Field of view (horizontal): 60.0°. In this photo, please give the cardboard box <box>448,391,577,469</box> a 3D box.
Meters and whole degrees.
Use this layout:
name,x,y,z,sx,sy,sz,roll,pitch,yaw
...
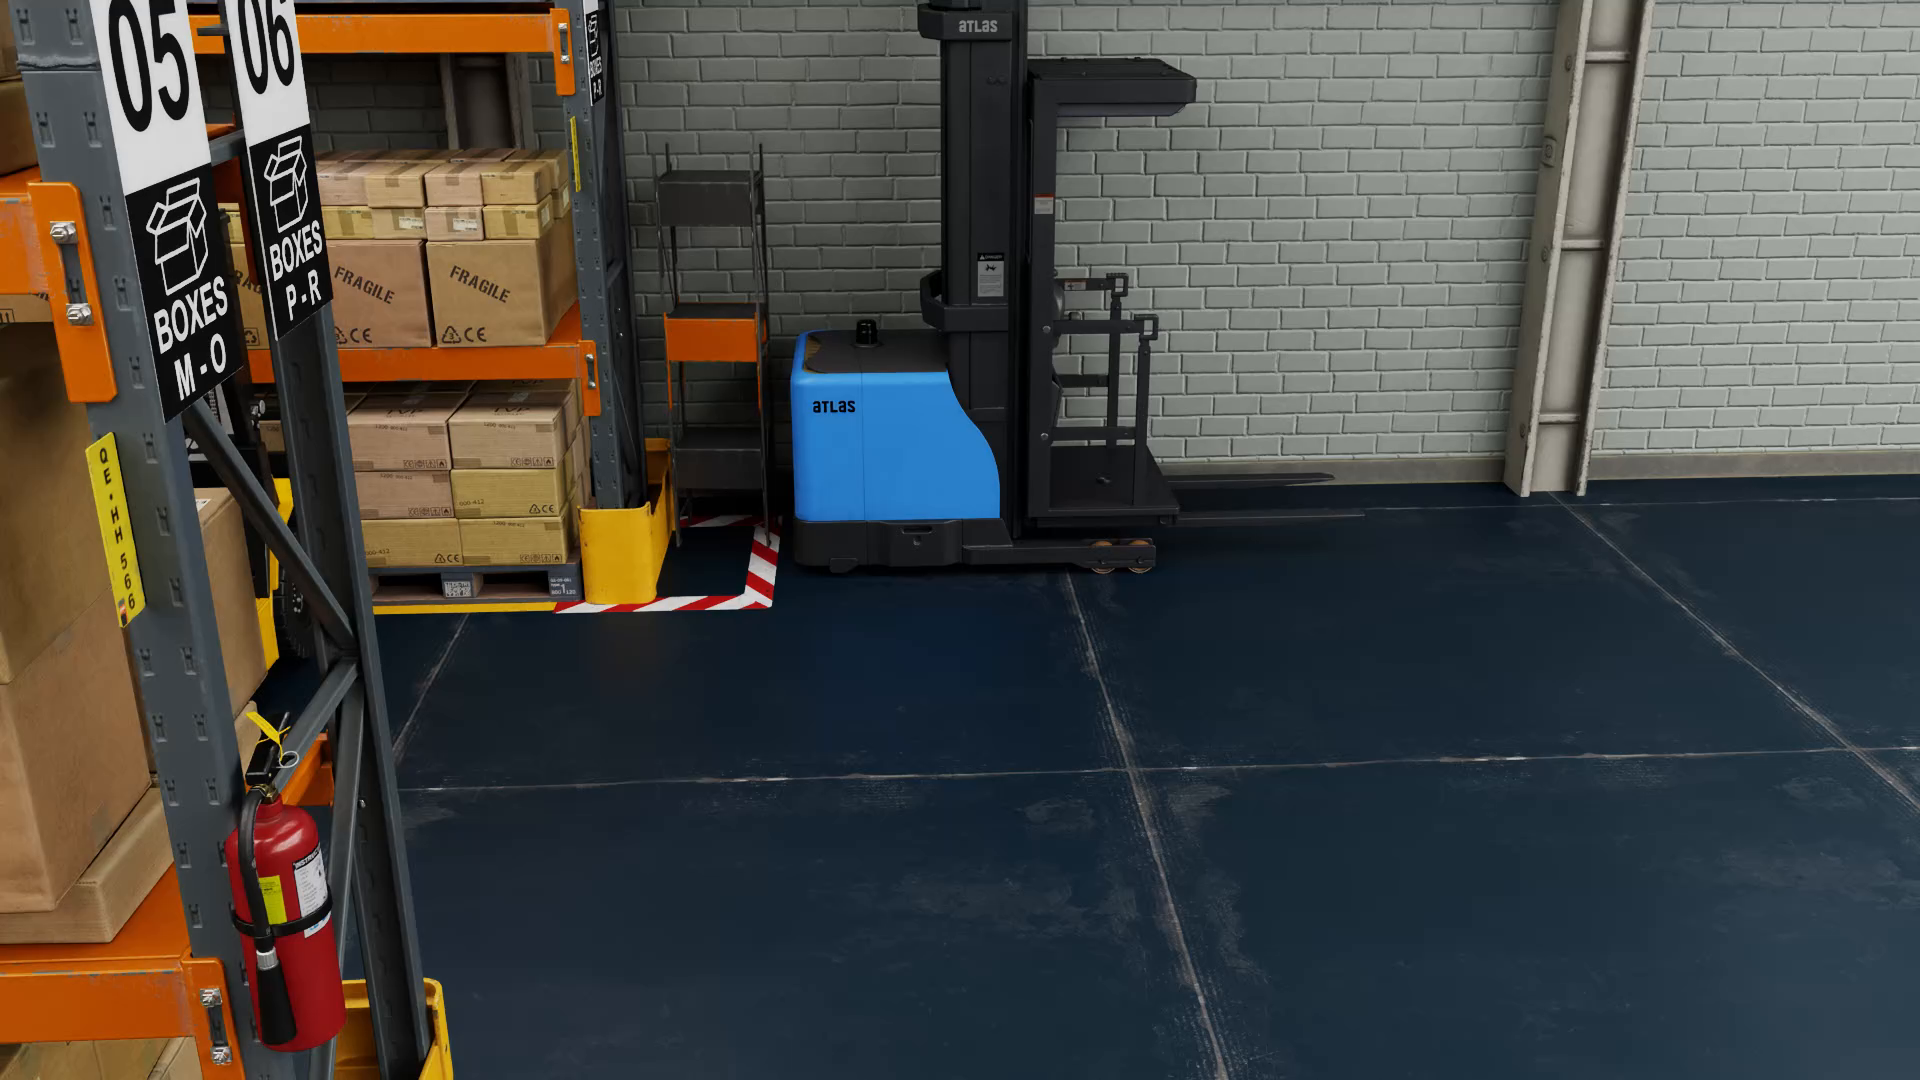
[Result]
name,x,y,z,sx,sy,sz,roll,pitch,yaw
cardboard box,-2.199,-0.546,8.210,0.500,0.250,0.500,0,21,-1

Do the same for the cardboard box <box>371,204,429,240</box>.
name,x,y,z,sx,sy,sz,roll,pitch,yaw
cardboard box,-2.604,-1.532,7.877,0.250,0.149,0.380,-1,21,-2

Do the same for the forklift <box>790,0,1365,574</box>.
name,x,y,z,sx,sy,sz,roll,pitch,yaw
forklift,0.627,-1.382,8.632,3.031,2.935,1.130,-1,21,-3

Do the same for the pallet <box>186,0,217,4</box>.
name,x,y,z,sx,sy,sz,roll,pitch,yaw
pallet,-3.686,-2.618,7.689,1.213,0.211,1.003,-1,21,-3

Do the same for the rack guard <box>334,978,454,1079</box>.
name,x,y,z,sx,sy,sz,roll,pitch,yaw
rack guard,-1.546,1.645,4.098,0.348,0.500,1.175,-1,21,-3

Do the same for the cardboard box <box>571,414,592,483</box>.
name,x,y,z,sx,sy,sz,roll,pitch,yaw
cardboard box,-2.239,-0.497,8.783,0.500,0.250,0.500,-1,21,-2

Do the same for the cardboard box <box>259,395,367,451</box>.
name,x,y,z,sx,sy,sz,roll,pitch,yaw
cardboard box,-3.212,-0.520,8.141,0.500,0.250,0.500,-1,21,-2

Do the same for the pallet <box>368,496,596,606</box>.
name,x,y,z,sx,sy,sz,roll,pitch,yaw
pallet,-2.519,0.045,8.705,1.213,0.211,1.003,-1,21,-3

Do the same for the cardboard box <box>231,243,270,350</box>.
name,x,y,z,sx,sy,sz,roll,pitch,yaw
cardboard box,-3.264,-1.214,7.953,0.500,0.500,0.500,-2,21,-4

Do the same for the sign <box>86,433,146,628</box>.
name,x,y,z,sx,sy,sz,roll,pitch,yaw
sign,-1.459,-0.016,2.876,0.005,0.325,0.100,-1,21,-3

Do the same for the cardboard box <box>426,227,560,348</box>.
name,x,y,z,sx,sy,sz,roll,pitch,yaw
cardboard box,-2.234,-1.232,7.999,0.500,0.500,0.500,-2,21,-4

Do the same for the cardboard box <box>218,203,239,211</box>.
name,x,y,z,sx,sy,sz,roll,pitch,yaw
cardboard box,-3.372,-1.633,7.725,0.250,0.149,0.380,-1,21,-2

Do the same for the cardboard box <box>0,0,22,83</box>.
name,x,y,z,sx,sy,sz,roll,pitch,yaw
cardboard box,-1.966,-0.890,2.819,0.500,0.250,0.500,-1,21,-4

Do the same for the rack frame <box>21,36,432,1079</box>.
name,x,y,z,sx,sy,sz,roll,pitch,yaw
rack frame,-1.470,0.475,3.657,0.127,3.000,1.000,-1,21,-3

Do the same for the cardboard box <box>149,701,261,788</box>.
name,x,y,z,sx,sy,sz,roll,pitch,yaw
cardboard box,-1.821,0.526,3.877,0.250,0.149,0.380,-1,21,-3

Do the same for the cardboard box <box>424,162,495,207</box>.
name,x,y,z,sx,sy,sz,roll,pitch,yaw
cardboard box,-2.348,-1.679,7.844,0.250,0.149,0.380,-1,21,-3

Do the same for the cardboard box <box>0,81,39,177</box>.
name,x,y,z,sx,sy,sz,roll,pitch,yaw
cardboard box,-1.811,-0.703,2.888,0.250,0.149,0.380,-1,21,-3

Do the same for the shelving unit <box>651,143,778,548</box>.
name,x,y,z,sx,sy,sz,roll,pitch,yaw
shelving unit,-1.280,-1.011,8.825,0.503,2.100,0.431,0,21,1

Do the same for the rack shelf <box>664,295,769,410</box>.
name,x,y,z,sx,sy,sz,roll,pitch,yaw
rack shelf,-1.280,-0.998,8.829,0.480,0.518,0.431,0,21,1

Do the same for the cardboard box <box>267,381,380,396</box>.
name,x,y,z,sx,sy,sz,roll,pitch,yaw
cardboard box,-3.247,-0.706,8.629,0.500,0.250,0.500,-1,21,-3

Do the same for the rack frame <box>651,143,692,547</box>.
name,x,y,z,sx,sy,sz,roll,pitch,yaw
rack frame,-1.524,-1.013,8.830,0.015,2.100,0.400,0,21,1

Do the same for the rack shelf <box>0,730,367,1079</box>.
name,x,y,z,sx,sy,sz,roll,pitch,yaw
rack shelf,-3.467,0.852,3.679,4.000,0.370,1.077,-1,21,-3

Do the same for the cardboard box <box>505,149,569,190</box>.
name,x,y,z,sx,sy,sz,roll,pitch,yaw
cardboard box,-2.105,-1.846,8.284,0.250,0.149,0.380,-2,21,-4

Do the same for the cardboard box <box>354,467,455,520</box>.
name,x,y,z,sx,sy,sz,roll,pitch,yaw
cardboard box,-2.727,-0.306,8.280,0.500,0.250,0.500,-1,21,-4

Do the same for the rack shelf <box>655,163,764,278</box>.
name,x,y,z,sx,sy,sz,roll,pitch,yaw
rack shelf,-1.280,-1.652,8.580,0.480,0.518,0.431,0,21,1

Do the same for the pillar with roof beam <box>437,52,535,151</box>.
name,x,y,z,sx,sy,sz,roll,pitch,yaw
pillar with roof beam,-2.258,-2.869,4.008,0.400,9.000,9.100,-1,21,-3

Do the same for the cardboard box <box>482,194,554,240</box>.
name,x,y,z,sx,sy,sz,roll,pitch,yaw
cardboard box,-2.088,-1.531,7.875,0.250,0.149,0.380,-1,21,-2

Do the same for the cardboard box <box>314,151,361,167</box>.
name,x,y,z,sx,sy,sz,roll,pitch,yaw
cardboard box,-3.141,-1.828,8.237,0.250,0.149,0.380,-1,21,-1

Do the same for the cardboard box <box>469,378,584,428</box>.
name,x,y,z,sx,sy,sz,roll,pitch,yaw
cardboard box,-2.248,-0.724,8.676,0.500,0.250,0.500,-1,21,-4

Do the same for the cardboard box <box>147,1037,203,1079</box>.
name,x,y,z,sx,sy,sz,roll,pitch,yaw
cardboard box,-2.292,1.482,4.287,0.500,0.250,0.500,-1,21,-3

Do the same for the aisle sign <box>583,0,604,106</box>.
name,x,y,z,sx,sy,sz,roll,pitch,yaw
aisle sign,-1.675,-2.400,7.555,0.004,0.787,0.394,-1,21,-3

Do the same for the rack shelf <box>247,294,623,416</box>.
name,x,y,z,sx,sy,sz,roll,pitch,yaw
rack shelf,-3.754,-0.911,8.310,4.000,0.370,1.077,-1,21,-3

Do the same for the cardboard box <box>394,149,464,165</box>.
name,x,y,z,sx,sy,sz,roll,pitch,yaw
cardboard box,-2.631,-1.842,8.274,0.250,0.149,0.380,-1,21,-2

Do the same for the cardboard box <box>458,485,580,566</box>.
name,x,y,z,sx,sy,sz,roll,pitch,yaw
cardboard box,-2.209,-0.078,8.383,0.500,0.250,0.500,-1,21,-3

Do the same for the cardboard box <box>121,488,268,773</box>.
name,x,y,z,sx,sy,sz,roll,pitch,yaw
cardboard box,-1.959,0.200,3.820,0.500,0.500,0.500,-1,21,-4

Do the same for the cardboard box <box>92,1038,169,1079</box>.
name,x,y,z,sx,sy,sz,roll,pitch,yaw
cardboard box,-2.315,1.132,4.152,0.500,0.500,0.500,-2,21,-5

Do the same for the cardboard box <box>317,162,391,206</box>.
name,x,y,z,sx,sy,sz,roll,pitch,yaw
cardboard box,-2.860,-1.685,7.861,0.250,0.149,0.380,-1,21,-3

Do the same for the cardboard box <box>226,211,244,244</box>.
name,x,y,z,sx,sy,sz,roll,pitch,yaw
cardboard box,-3.367,-1.497,7.784,0.250,0.149,0.380,-1,21,-3

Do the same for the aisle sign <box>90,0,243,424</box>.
name,x,y,z,sx,sy,sz,roll,pitch,yaw
aisle sign,-1.392,-0.638,2.928,0.004,0.787,0.394,-1,21,-3
